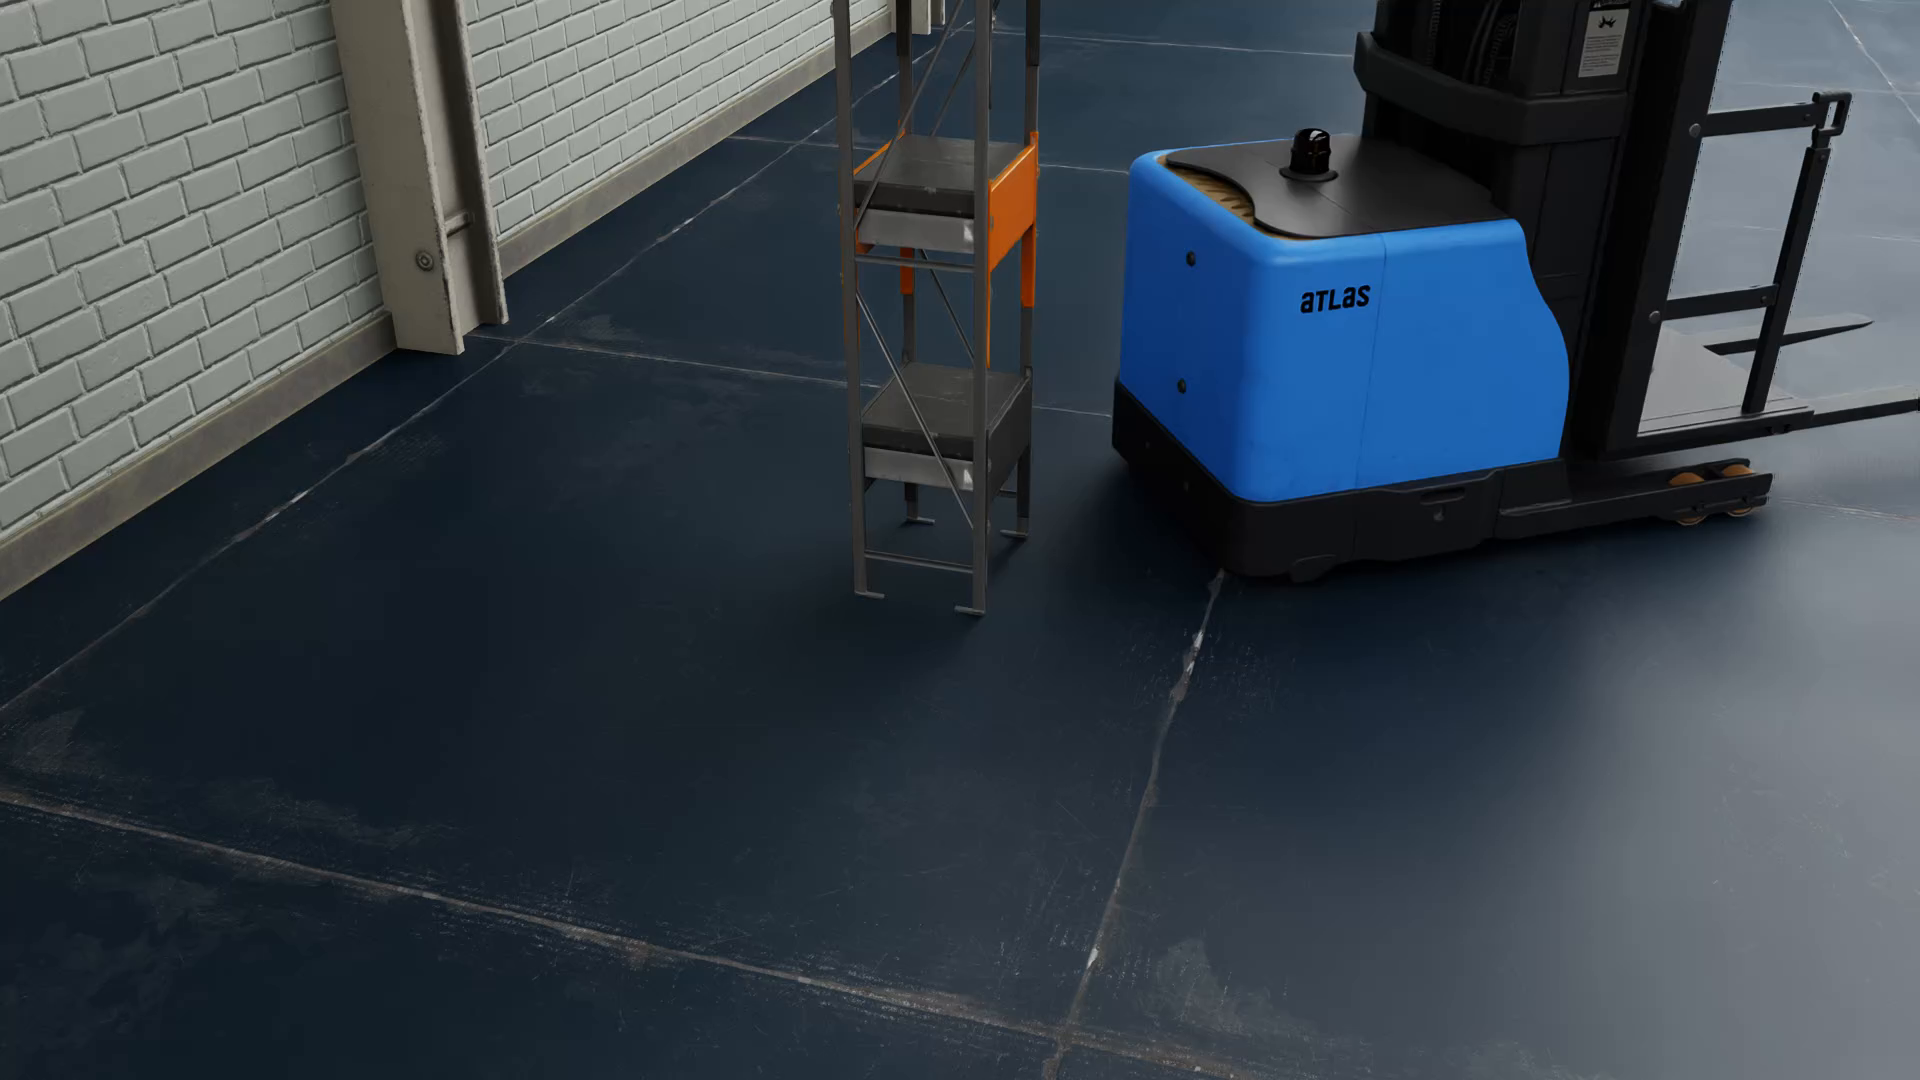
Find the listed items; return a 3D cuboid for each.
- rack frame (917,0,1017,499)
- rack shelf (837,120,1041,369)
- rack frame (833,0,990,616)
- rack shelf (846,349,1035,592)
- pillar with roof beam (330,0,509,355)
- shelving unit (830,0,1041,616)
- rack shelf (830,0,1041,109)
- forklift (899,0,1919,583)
[{"bbox_3d":[0.022,-0.954,4.805,0.380,1.831,0.006,8,30,15],"label":"rack frame"},{"bbox_3d":[-0.049,-0.829,4.608,0.431,0.518,0.480,8,30,15],"label":"rack shelf"},{"bbox_3d":[-0.120,-0.727,4.397,0.400,2.100,0.015,8,30,15],"label":"rack frame"},{"bbox_3d":[-0.049,-0.217,4.948,0.431,0.518,0.480,8,30,15],"label":"rack shelf"},{"bbox_3d":[2.043,-4.162,3.474,9.100,9.000,0.400,8,30,15],"label":"pillar with roof beam"},{"bbox_3d":[-0.049,-0.840,4.599,0.431,2.100,0.499,8,30,15],"label":"shelving unit"},{"bbox_3d":[-0.049,-1.440,4.268,0.431,0.518,0.480,8,30,15],"label":"rack shelf"},{"bbox_3d":[1.723,-1.504,4.939,3.810,2.935,1.130,-9,30,-15],"label":"forklift"}]
